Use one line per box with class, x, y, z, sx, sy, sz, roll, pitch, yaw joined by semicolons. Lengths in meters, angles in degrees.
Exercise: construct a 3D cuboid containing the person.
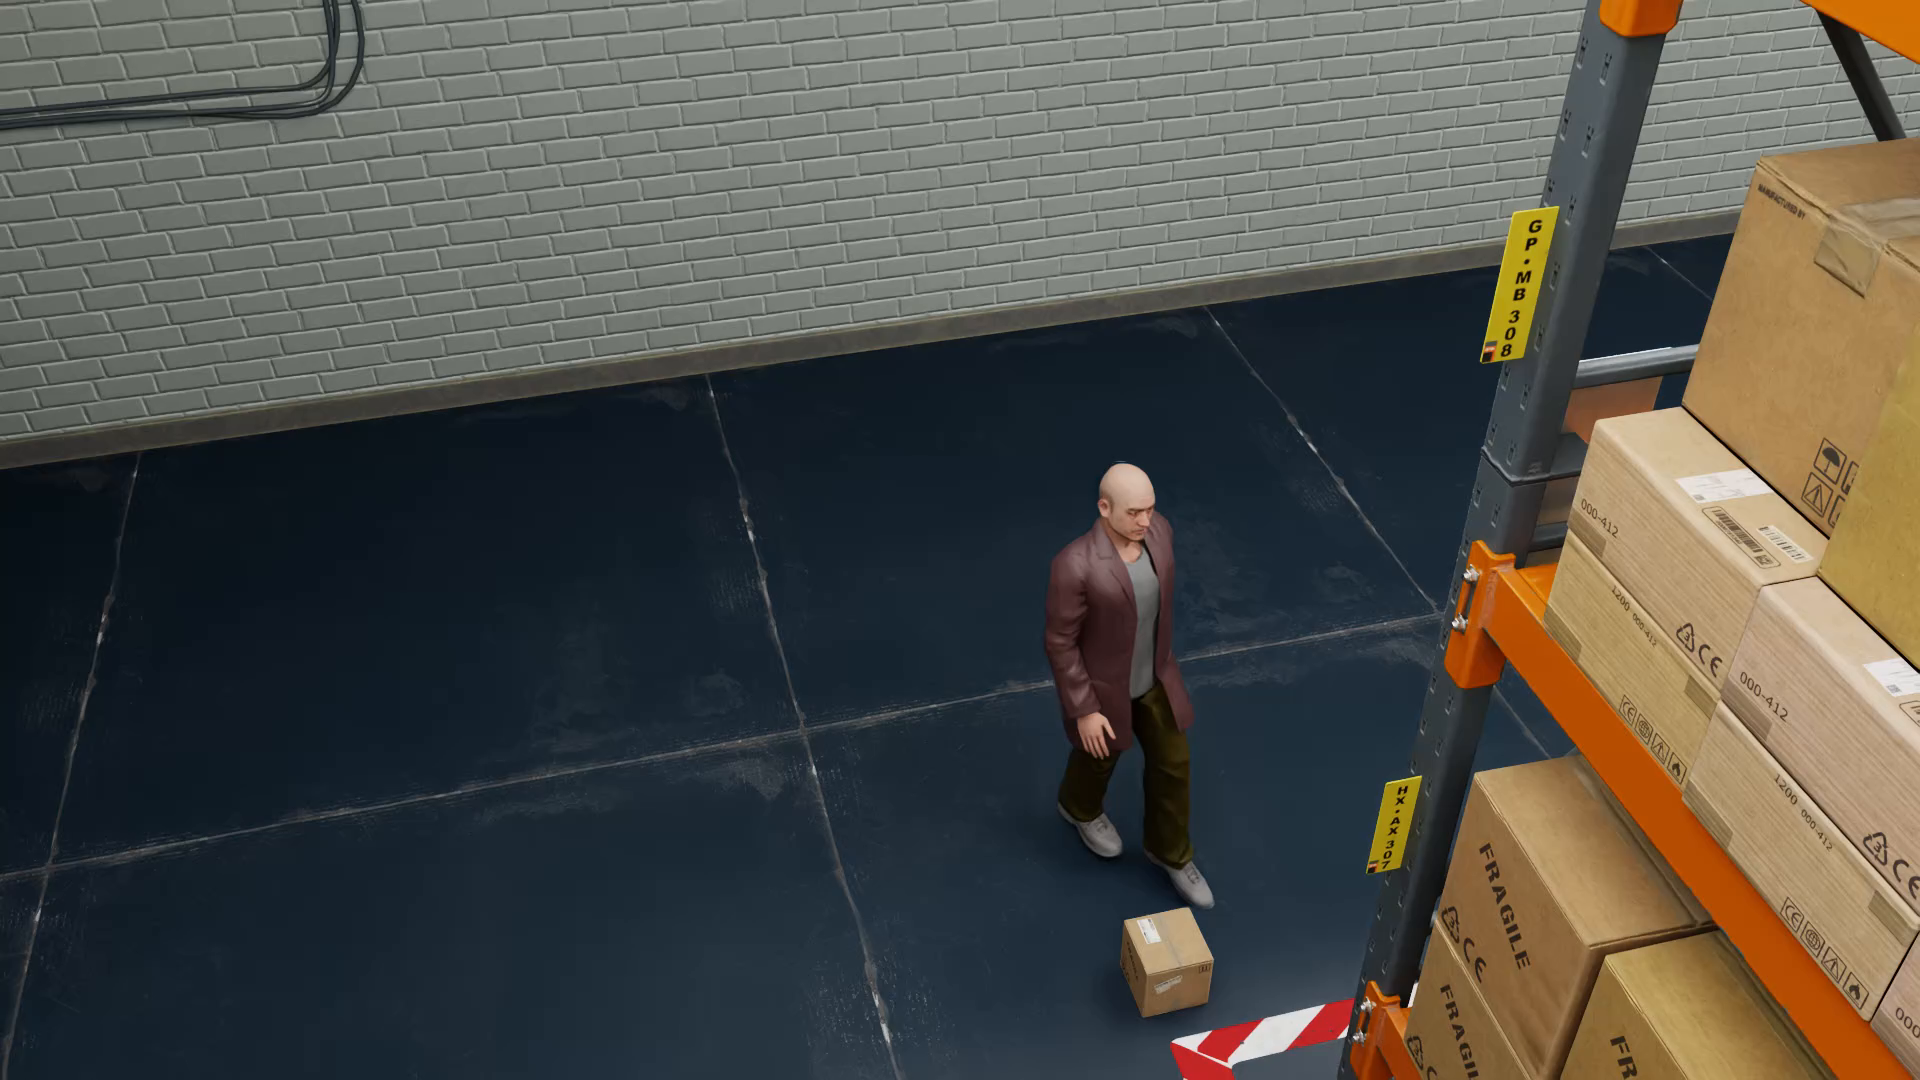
person;0.634;0.566;5.998;0.652;1.796;0.743;-20;42;-23
